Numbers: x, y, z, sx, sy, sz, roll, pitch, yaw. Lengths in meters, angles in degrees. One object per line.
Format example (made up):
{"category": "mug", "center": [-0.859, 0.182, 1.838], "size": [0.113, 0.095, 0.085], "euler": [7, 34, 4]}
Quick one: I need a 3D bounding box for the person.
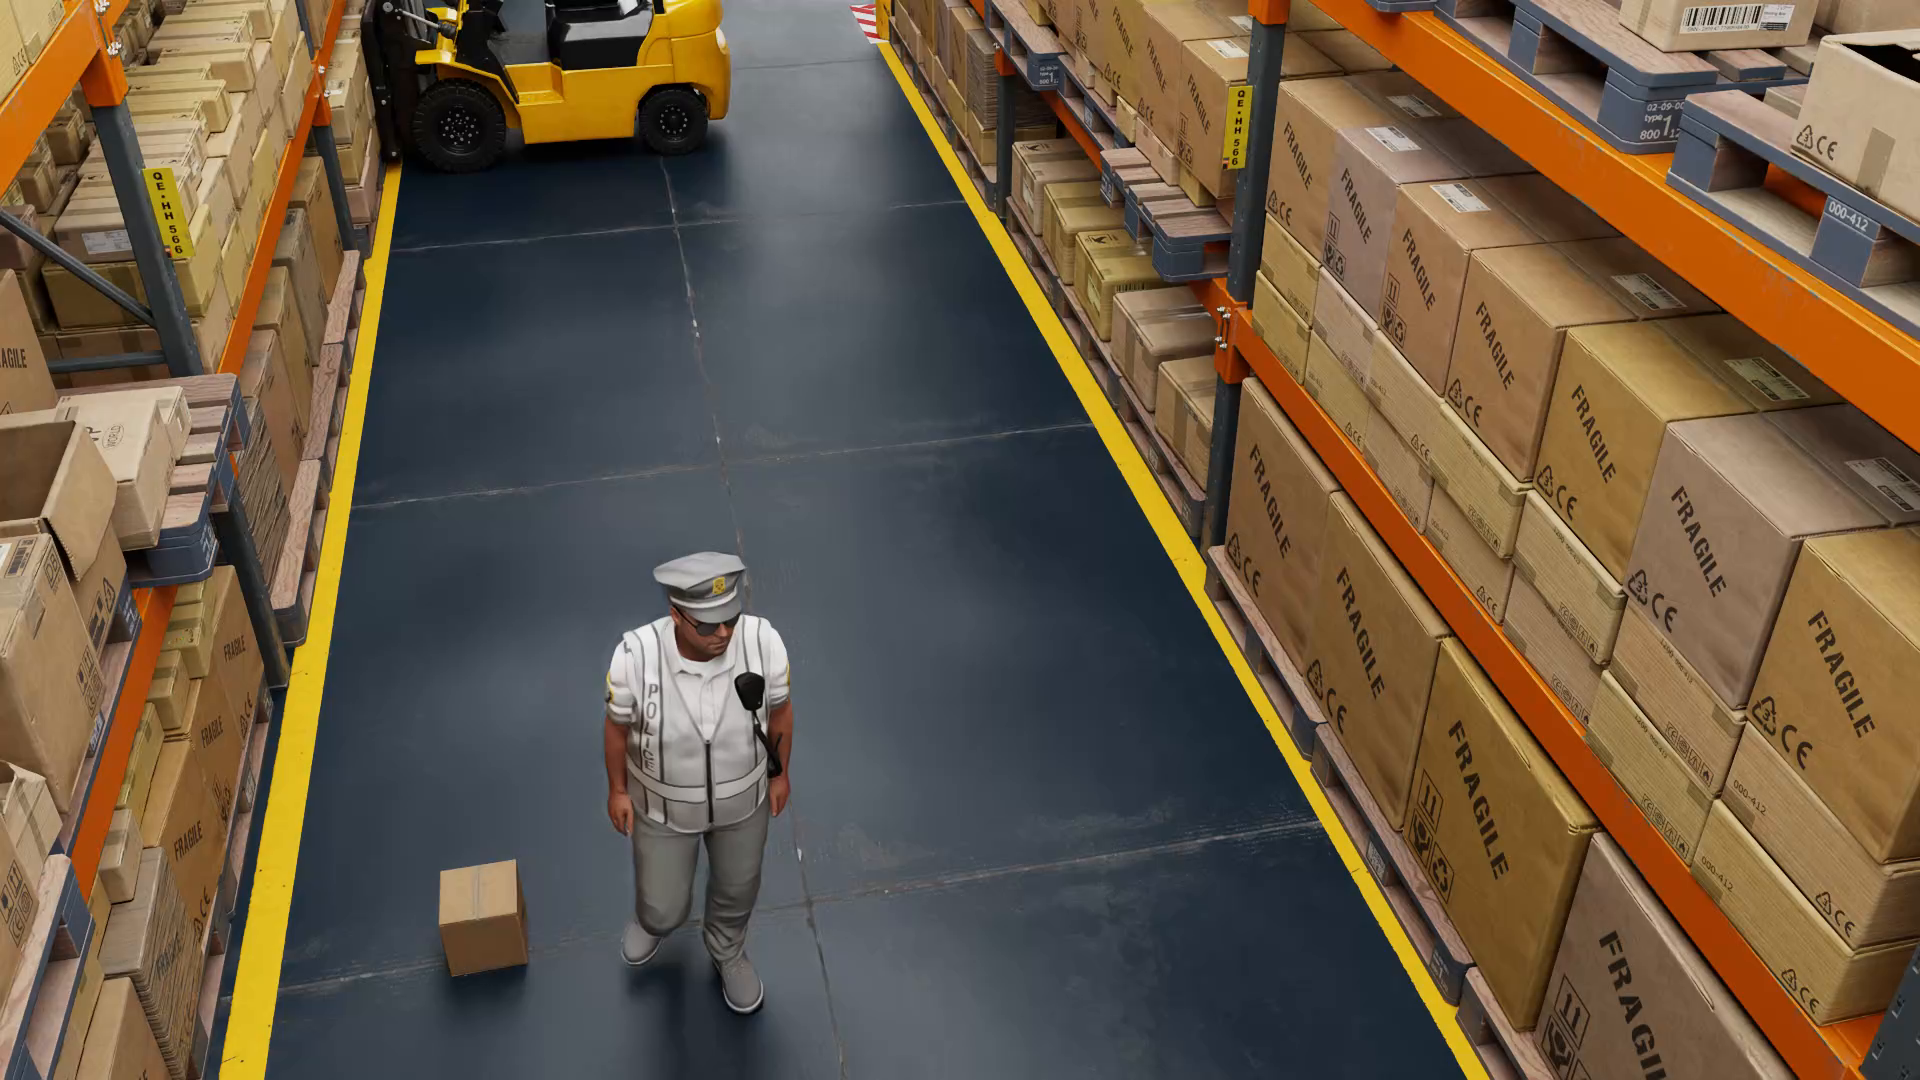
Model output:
{"category": "person", "center": [-0.803, 0.719, 5.060], "size": [0.605, 1.753, 0.551], "euler": [-10, 36, -15]}
